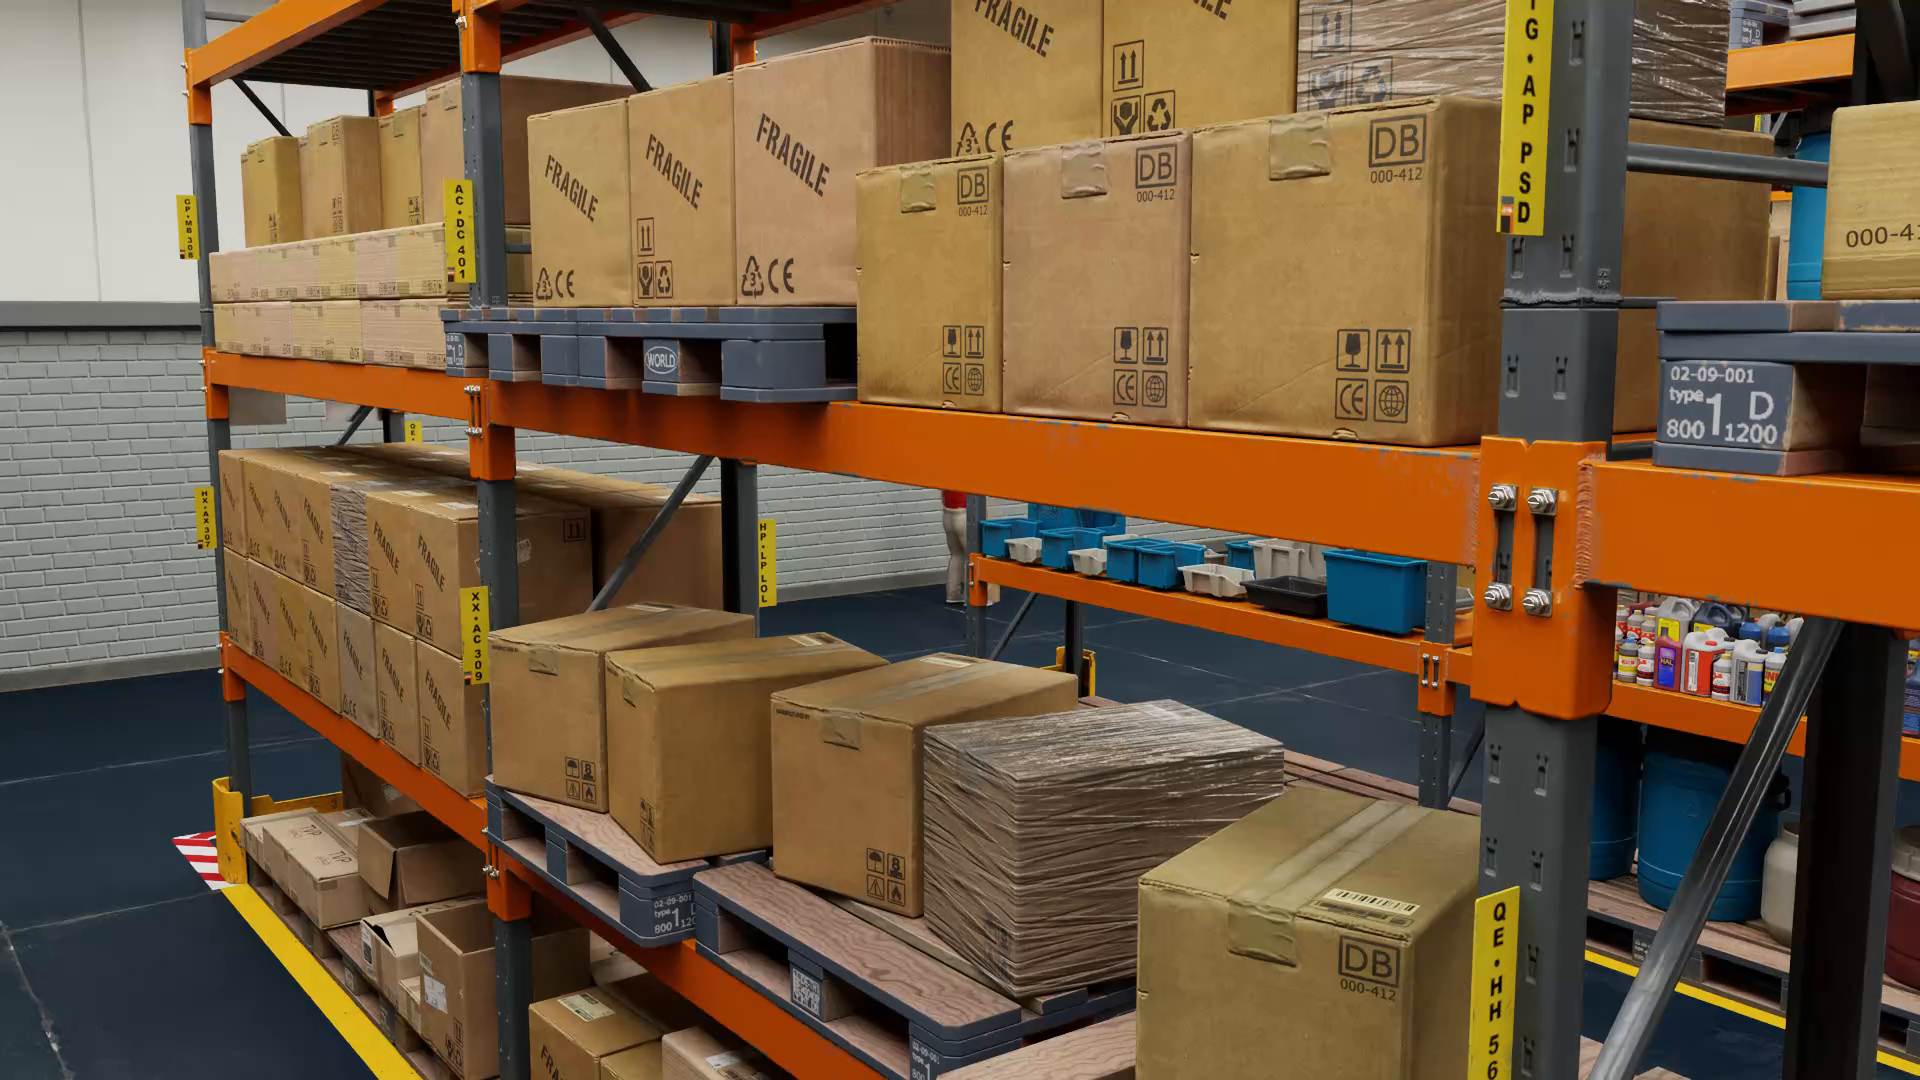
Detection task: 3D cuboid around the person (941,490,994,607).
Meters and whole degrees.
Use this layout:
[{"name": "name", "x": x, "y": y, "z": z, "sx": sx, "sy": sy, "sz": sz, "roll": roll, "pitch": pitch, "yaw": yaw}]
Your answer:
[{"name": "person", "x": 0.044, "y": -0.185, "z": 17.224, "sx": 0.393, "sy": 1.725, "sz": 0.584, "roll": -6, "pitch": 10, "yaw": -38}]
